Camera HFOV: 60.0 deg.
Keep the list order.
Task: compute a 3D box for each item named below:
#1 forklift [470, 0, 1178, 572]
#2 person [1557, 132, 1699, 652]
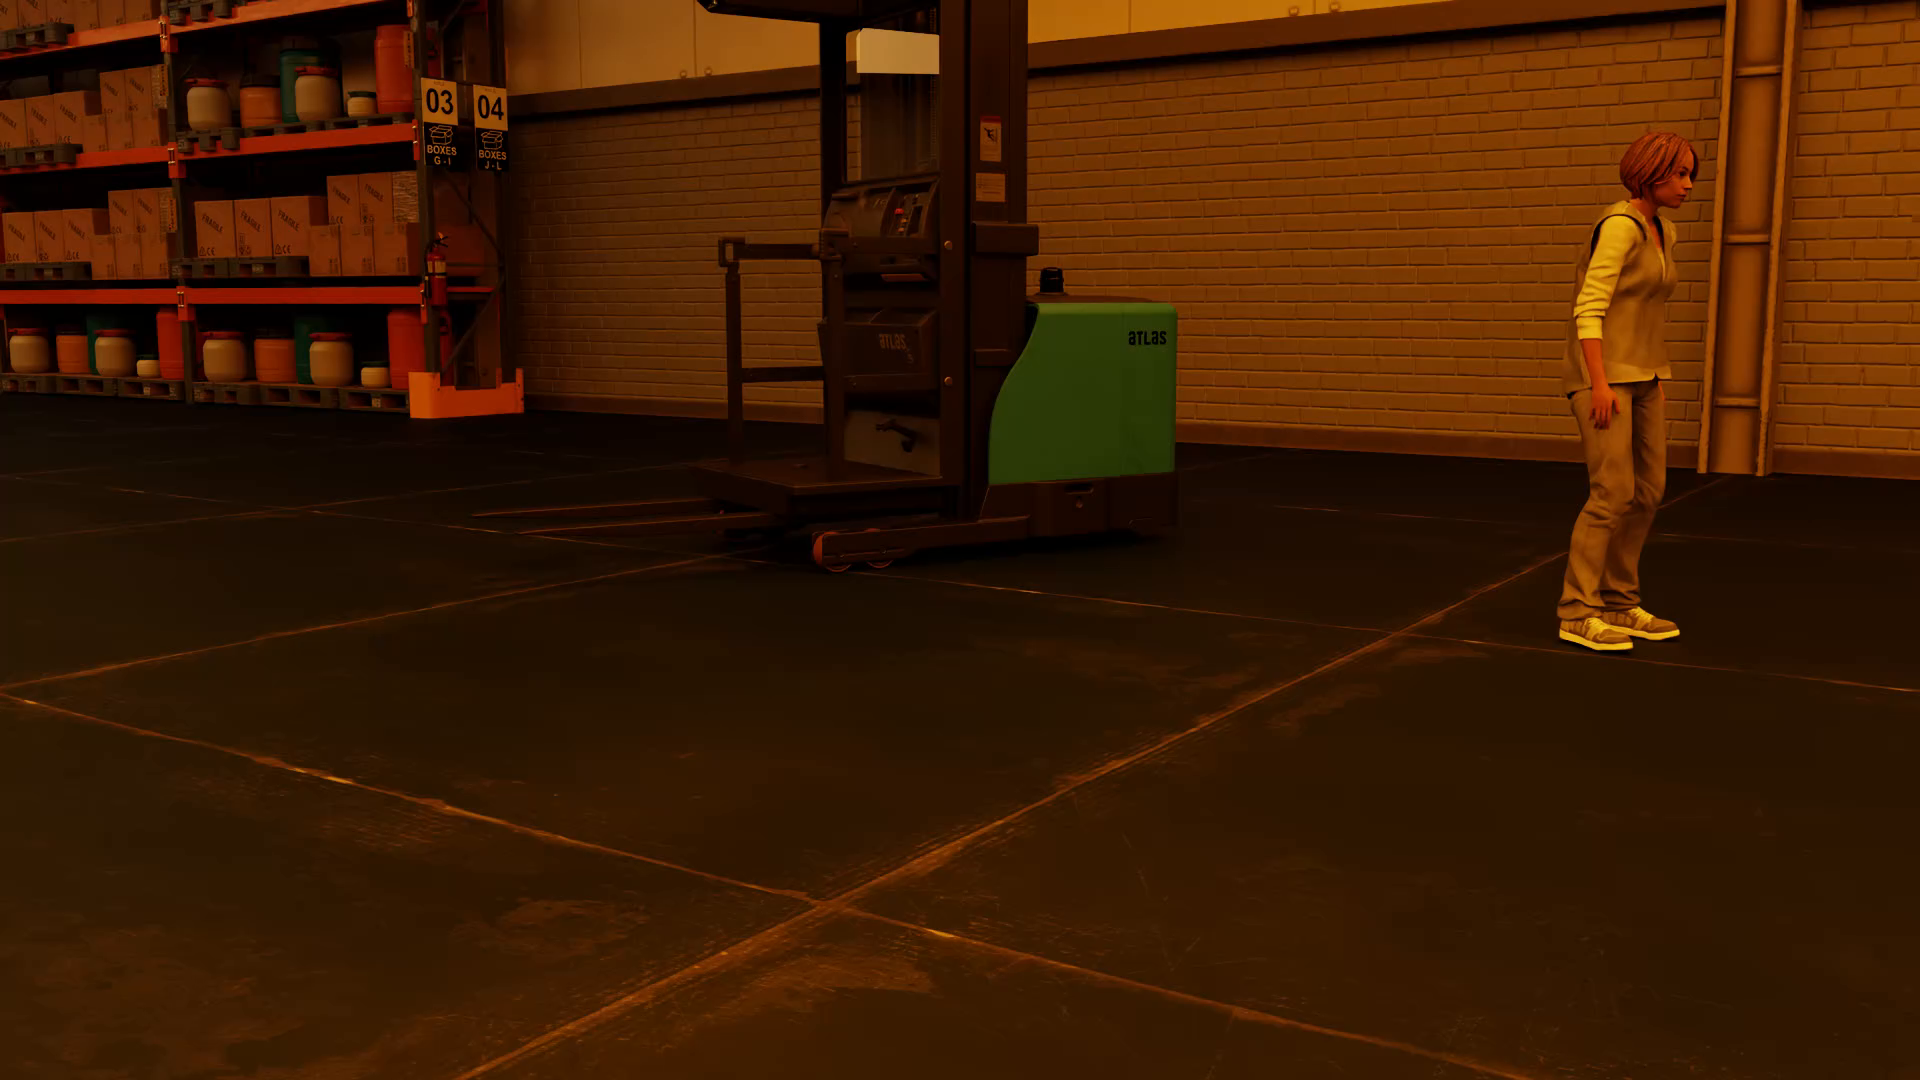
[{"bbox_3d":[-0.528,-1.406,7.078,3.031,2.935,1.130,-5,9,-31],"label":"forklift"},{"bbox_3d":[2.094,-0.467,5.243,0.463,1.592,0.347,-7,11,-42],"label":"person"}]
